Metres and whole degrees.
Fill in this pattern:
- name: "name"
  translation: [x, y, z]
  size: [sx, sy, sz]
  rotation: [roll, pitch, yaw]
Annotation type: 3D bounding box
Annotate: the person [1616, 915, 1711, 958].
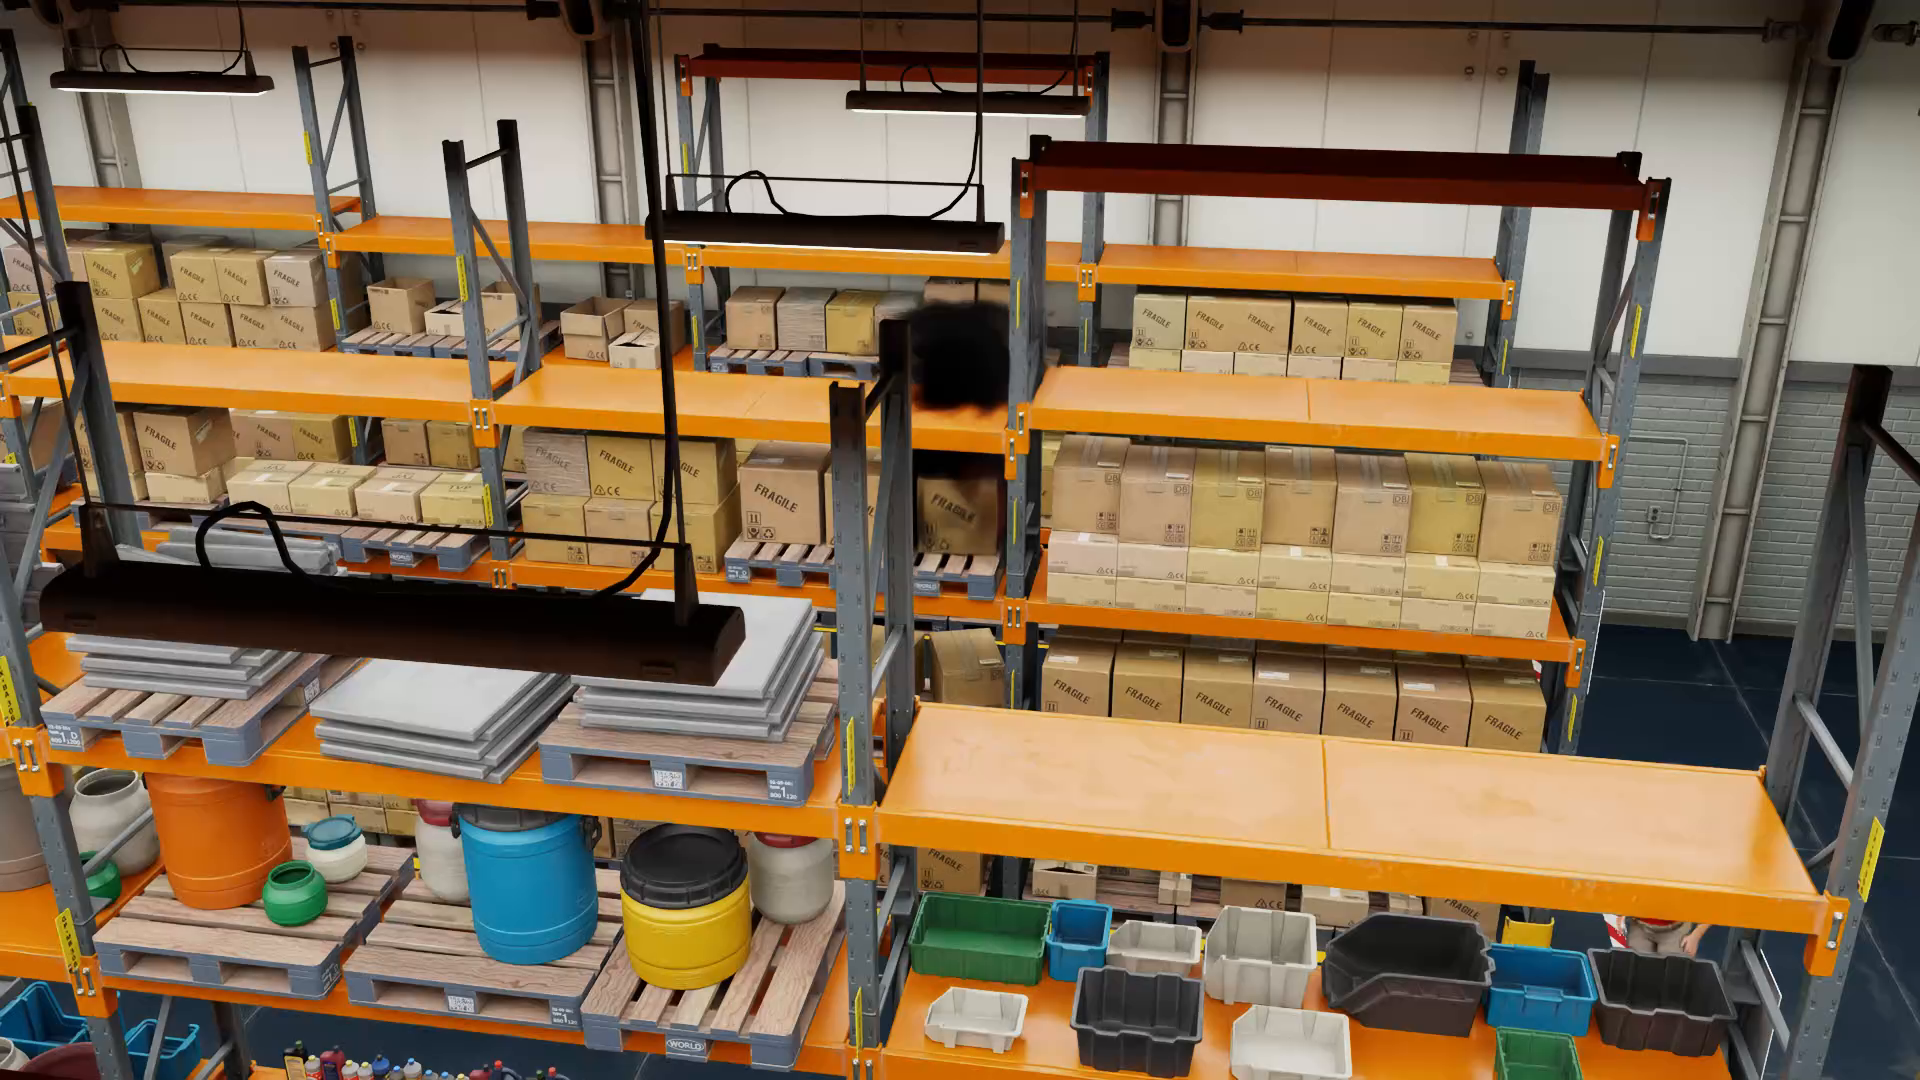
- name: "person"
  translation: [4.959, 2.742, 11.811]
  size: [0.709, 1.662, 0.560]
  rotation: [18, 29, 35]
